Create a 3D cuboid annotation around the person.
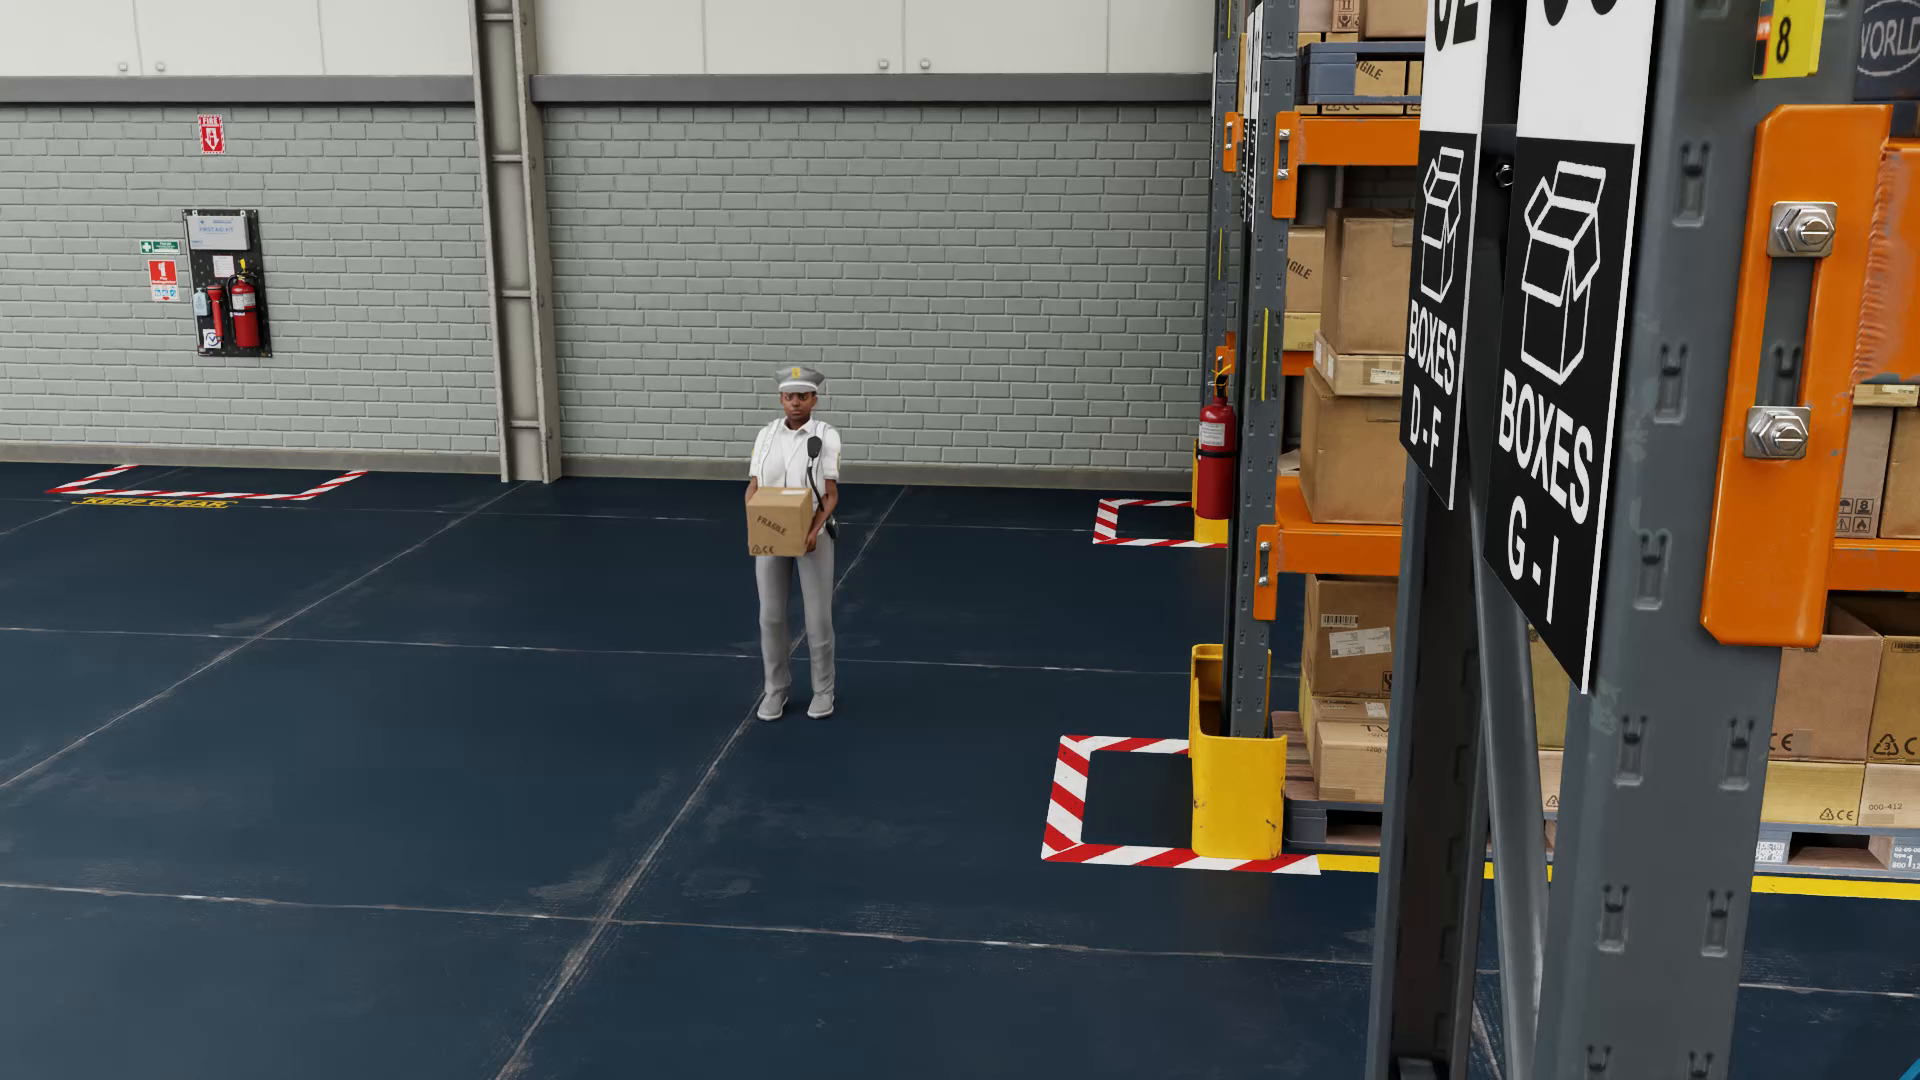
[{"bbox_3d":[-0.799,0.021,7.886,0.450,1.682,0.539,2,15,7],"label":"person"}]
